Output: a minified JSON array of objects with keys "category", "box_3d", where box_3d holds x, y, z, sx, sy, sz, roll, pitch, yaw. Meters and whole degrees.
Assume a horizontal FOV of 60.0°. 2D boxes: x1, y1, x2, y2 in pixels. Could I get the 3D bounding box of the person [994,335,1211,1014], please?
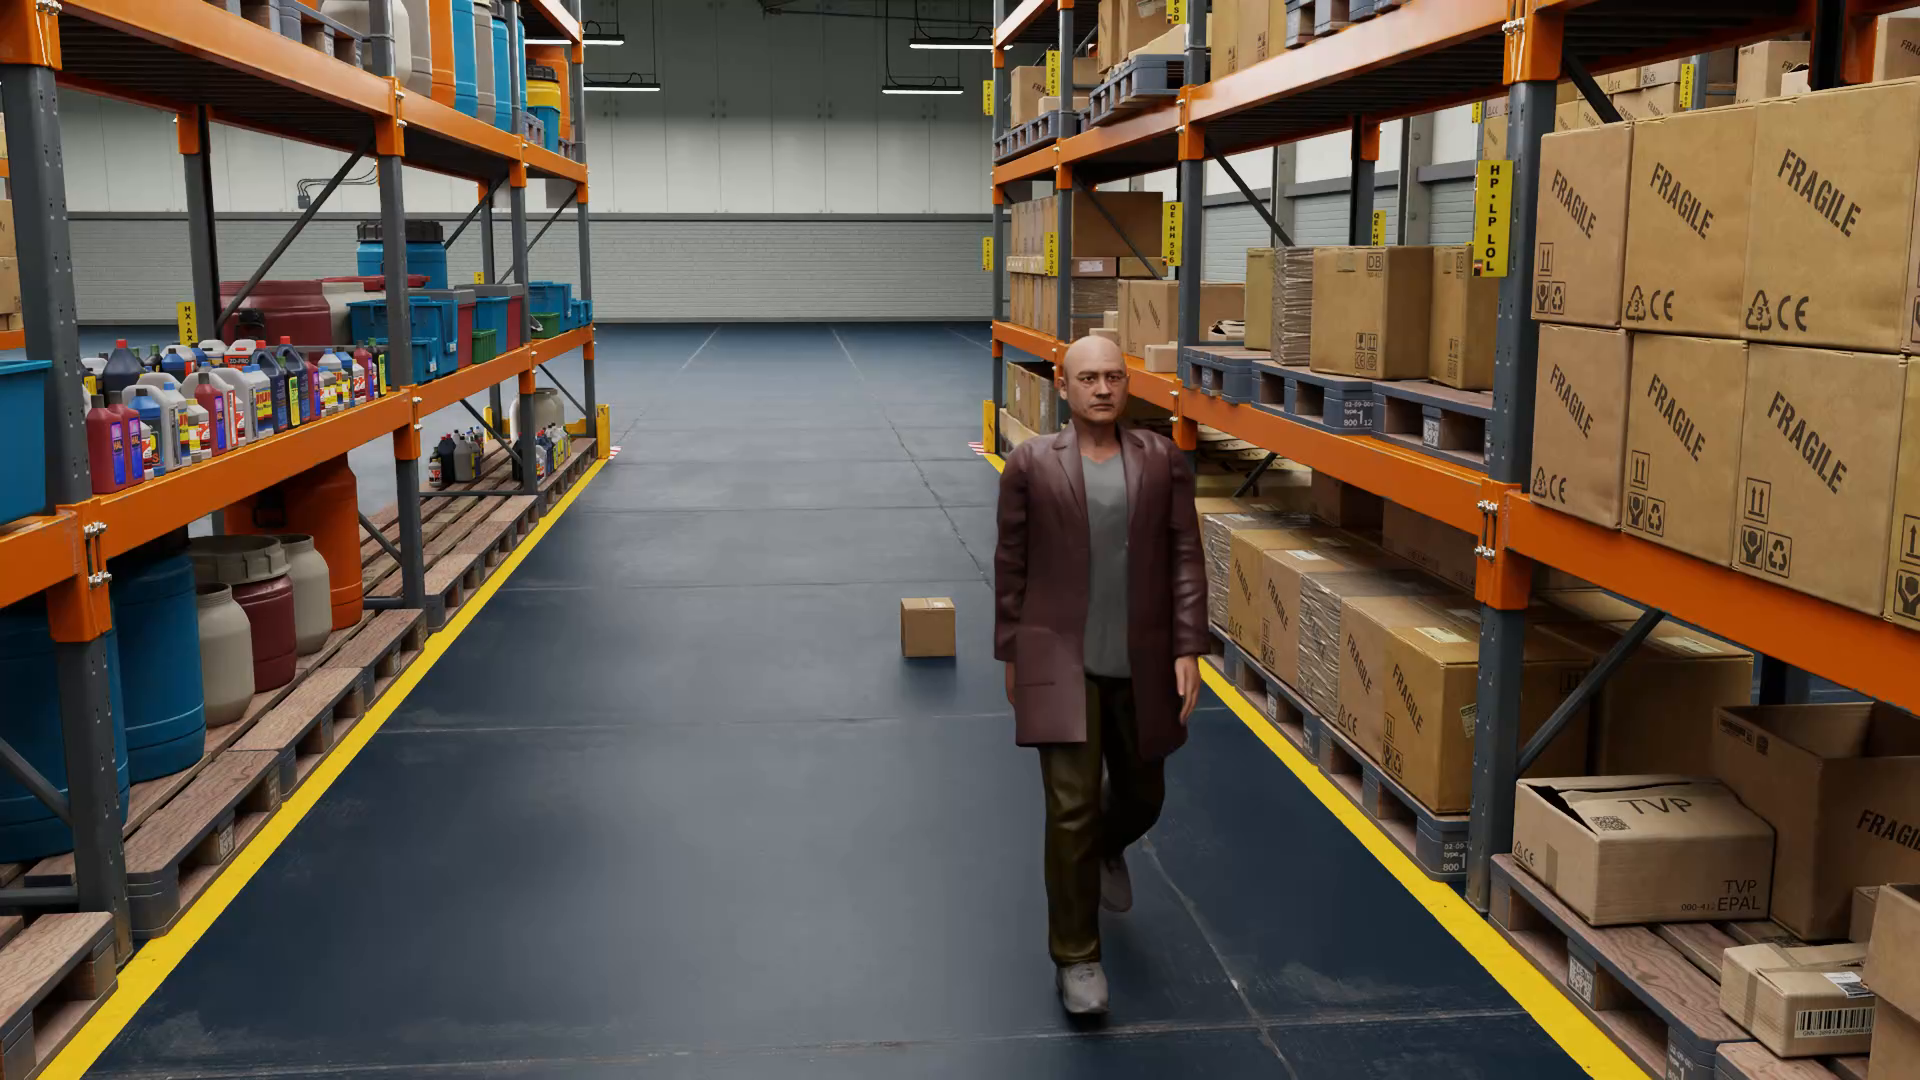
[{"category":"person","box_3d":[0.385,0.318,4.567,0.573,1.749,0.938,-1,10,-6]}]
